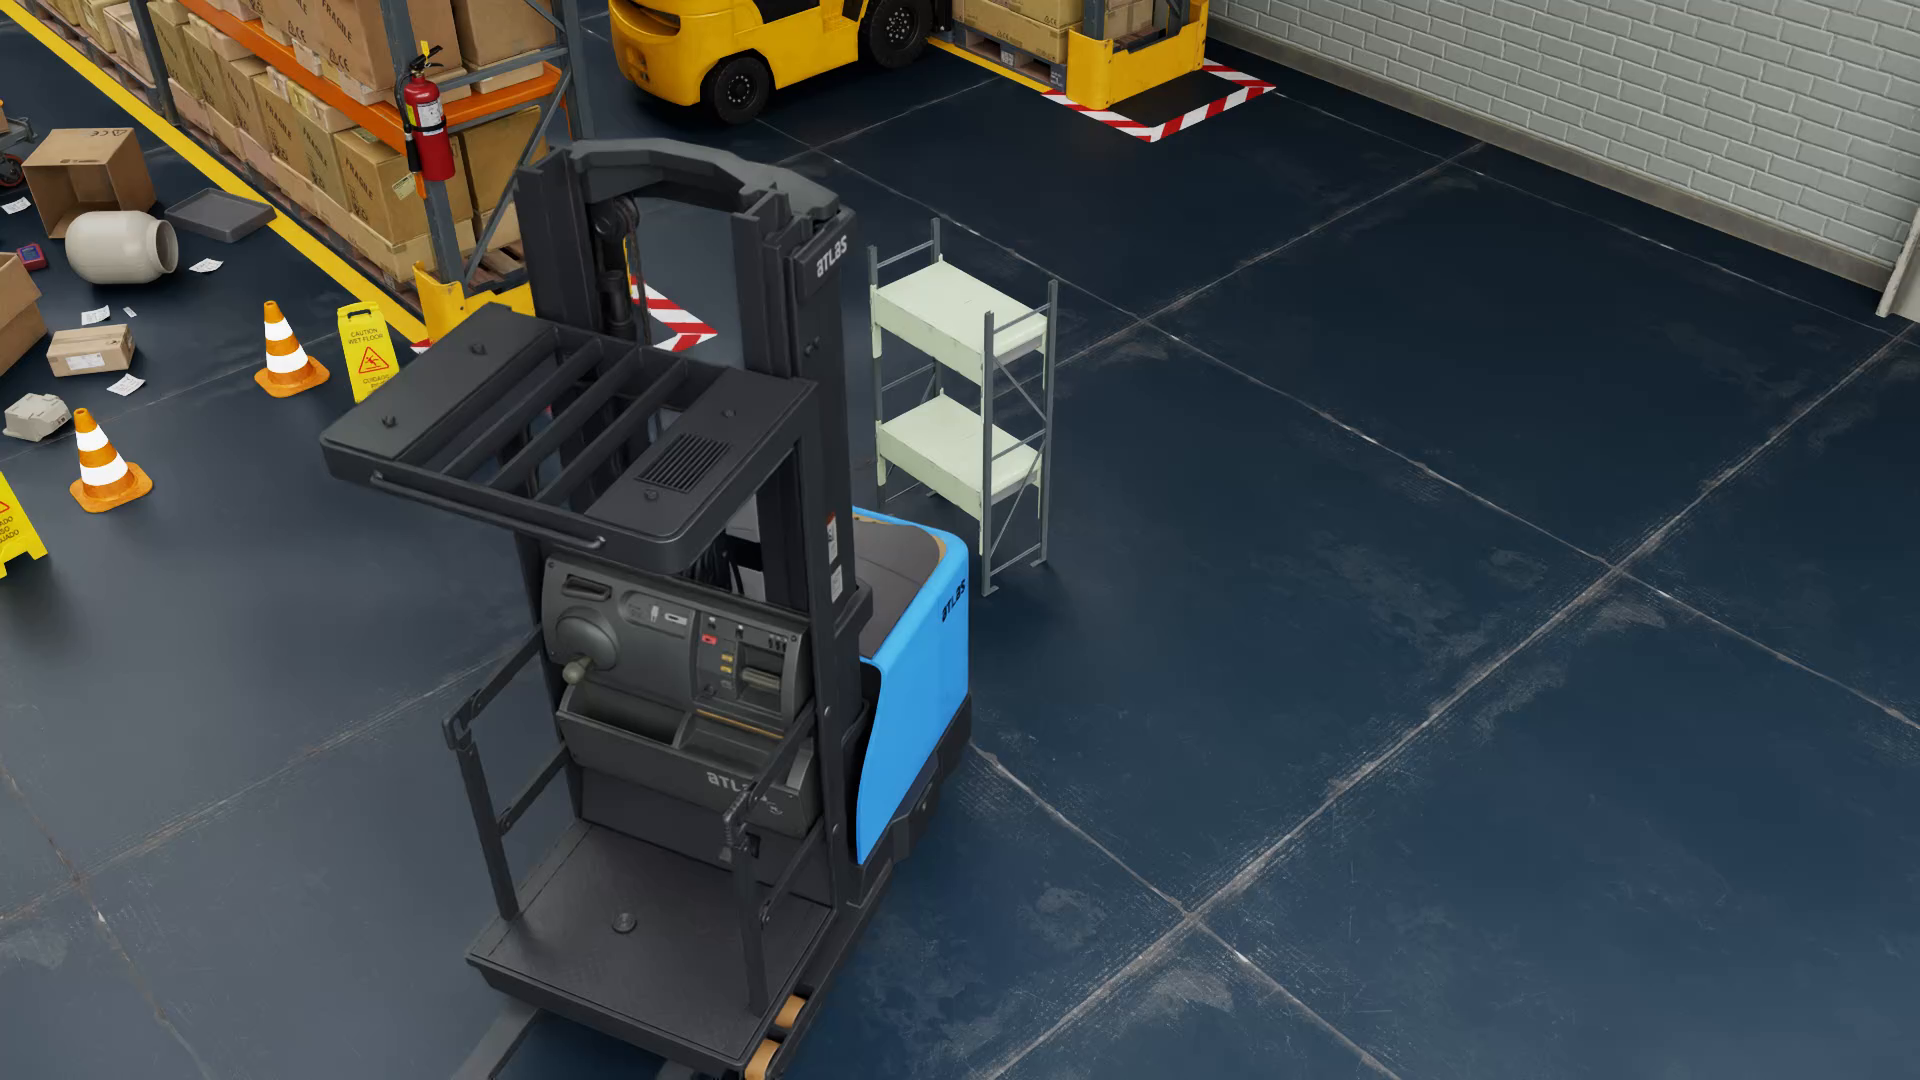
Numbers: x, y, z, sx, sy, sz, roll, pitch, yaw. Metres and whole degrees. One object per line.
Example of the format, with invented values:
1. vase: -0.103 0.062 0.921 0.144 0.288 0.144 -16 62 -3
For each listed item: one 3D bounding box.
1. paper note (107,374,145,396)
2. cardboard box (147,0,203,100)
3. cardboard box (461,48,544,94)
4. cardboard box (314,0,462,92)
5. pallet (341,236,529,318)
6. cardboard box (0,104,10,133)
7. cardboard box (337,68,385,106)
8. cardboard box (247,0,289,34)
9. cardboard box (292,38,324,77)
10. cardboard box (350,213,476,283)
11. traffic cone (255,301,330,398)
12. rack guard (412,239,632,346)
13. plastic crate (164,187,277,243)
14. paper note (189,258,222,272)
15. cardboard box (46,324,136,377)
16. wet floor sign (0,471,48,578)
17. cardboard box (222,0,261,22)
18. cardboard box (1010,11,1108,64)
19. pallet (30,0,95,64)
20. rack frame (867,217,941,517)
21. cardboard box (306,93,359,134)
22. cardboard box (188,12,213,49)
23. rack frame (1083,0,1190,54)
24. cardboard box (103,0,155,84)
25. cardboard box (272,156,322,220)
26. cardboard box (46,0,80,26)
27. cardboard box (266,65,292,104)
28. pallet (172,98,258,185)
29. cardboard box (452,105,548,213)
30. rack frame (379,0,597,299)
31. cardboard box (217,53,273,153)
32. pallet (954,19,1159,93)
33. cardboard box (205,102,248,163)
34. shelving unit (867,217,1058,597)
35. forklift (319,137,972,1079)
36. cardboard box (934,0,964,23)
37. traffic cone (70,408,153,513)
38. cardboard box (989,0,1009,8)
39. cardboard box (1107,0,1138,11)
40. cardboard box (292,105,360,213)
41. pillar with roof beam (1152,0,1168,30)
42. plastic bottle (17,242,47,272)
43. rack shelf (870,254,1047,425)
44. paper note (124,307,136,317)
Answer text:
1. paper note: -4.499 -0.840 8.973 0.142 0.019 0.148 18 42 21
2. cardboard box: -4.898 -3.252 10.854 0.500 0.500 0.500 -28 46 -30
3. cardboard box: -2.471 -2.551 8.929 0.380 0.149 0.250 -30 48 -32
4. cardboard box: -2.963 -2.692 8.587 0.500 0.500 0.500 -31 48 -32
5. pallet: -2.968 -1.745 9.950 1.003 0.211 1.213 -30 48 -32
6. cardboard box: -6.389 -2.806 10.432 0.500 0.500 0.500 -30 48 -32
7. cardboard box: -3.057 -2.458 8.813 0.380 0.149 0.250 -31 48 -32
8. cardboard box: -3.634 -3.159 9.165 0.500 0.500 0.500 -30 48 -32
9. cardboard box: -3.411 -2.692 9.103 0.380 0.149 0.250 -29 47 -31
10. cardboard box: -3.154 -1.768 9.613 0.500 0.250 0.500 -30 48 -32
11. traffic cone: -3.634 -1.067 8.911 0.336 0.463 0.334 -30 48 -32
12. rack guard: -2.445 -1.466 9.375 1.175 0.500 0.348 -30 48 -32
13. plastic crate: -4.641 -2.043 10.424 0.583 0.080 0.402 18 42 21
14. paper note: -4.521 -1.650 9.977 0.148 0.019 0.142 18 42 21
15. cardboard box: -4.767 -1.042 9.130 0.380 0.149 0.250 -8 40 -10
16. wet floor sign: -4.493 -0.165 7.649 0.232 0.644 0.267 26 45 28
17. cardboard box: -4.073 -3.174 9.700 0.380 0.149 0.250 -30 48 -32
18. cardboard box: 0.710 -3.691 11.995 0.500 0.250 0.500 -30 47 -31
19. pallet: -6.456 -4.094 12.859 1.003 0.211 1.213 -30 48 -32
20. rack frame: -0.243 -0.750 7.693 0.400 1.500 0.023 -30 48 -32
21. cardboard box: -3.425 -2.442 9.335 0.380 0.149 0.250 -29 47 -31
22. cardboard box: -4.509 -3.184 10.254 0.380 0.149 0.250 -28 47 -30
23. rack frame: 1.260 -4.514 11.160 1.000 3.000 0.127 -30 48 -32
24. cardboard box: -5.455 -3.637 11.831 0.950 0.372 0.625 -29 47 -31
25. cardboard box: -3.841 -2.240 10.198 0.500 0.250 0.500 -32 49 -33
26. cardboard box: -6.415 -4.289 12.639 0.950 0.372 0.625 -28 47 -30
27. cardboard box: -3.770 -2.683 9.633 0.380 0.149 0.250 -28 47 -30
28. pallet: -4.618 -2.874 11.348 1.003 0.211 1.213 -30 48 -32
29. cardboard box: -2.752 -2.290 9.663 0.500 0.500 0.500 -32 49 -33
30. rack frame: -2.393 -2.403 8.546 1.000 3.000 0.127 -30 48 -32
31. cardboard box: -4.178 -2.769 10.256 0.500 0.500 0.500 -27 46 -30
32. pallet: 0.712 -3.766 12.452 1.003 0.211 1.213 -30 48 -32
33. cardboard box: -4.529 -2.718 10.790 0.500 0.250 0.500 -27 46 -30
34. shelving unit: 0.005 -0.580 7.483 0.431 1.500 0.755 -30 48 -32
35. forklift: -1.004 0.410 5.117 1.130 2.935 3.031 15 41 18
36. cardboard box: 0.049 -4.161 12.576 0.500 0.250 0.500 -29 47 -31
37. traffic cone: -4.222 -0.438 8.132 0.336 0.463 0.334 -30 48 -32
38. cardboard box: 0.370 -4.131 12.142 0.500 0.250 0.500 -30 48 -32
39. cardboard box: 1.095 -4.108 12.113 0.500 0.250 0.500 -29 47 -31
40. cardboard box: -3.483 -2.289 9.662 0.500 0.500 0.500 -28 47 -30
41. pillar with roof beam: -1.718 -5.724 7.883 9.100 9.000 0.400 -30 48 -32
42. plastic bottle: -5.607 -1.717 10.035 0.133 0.061 0.283 -22 44 -25
43. rack shelf: 0.005 -0.884 7.238 0.431 0.370 0.720 -30 48 -32
44. paper note: -4.781 -1.313 9.576 0.032 0.001 0.123 -30 48 -32
